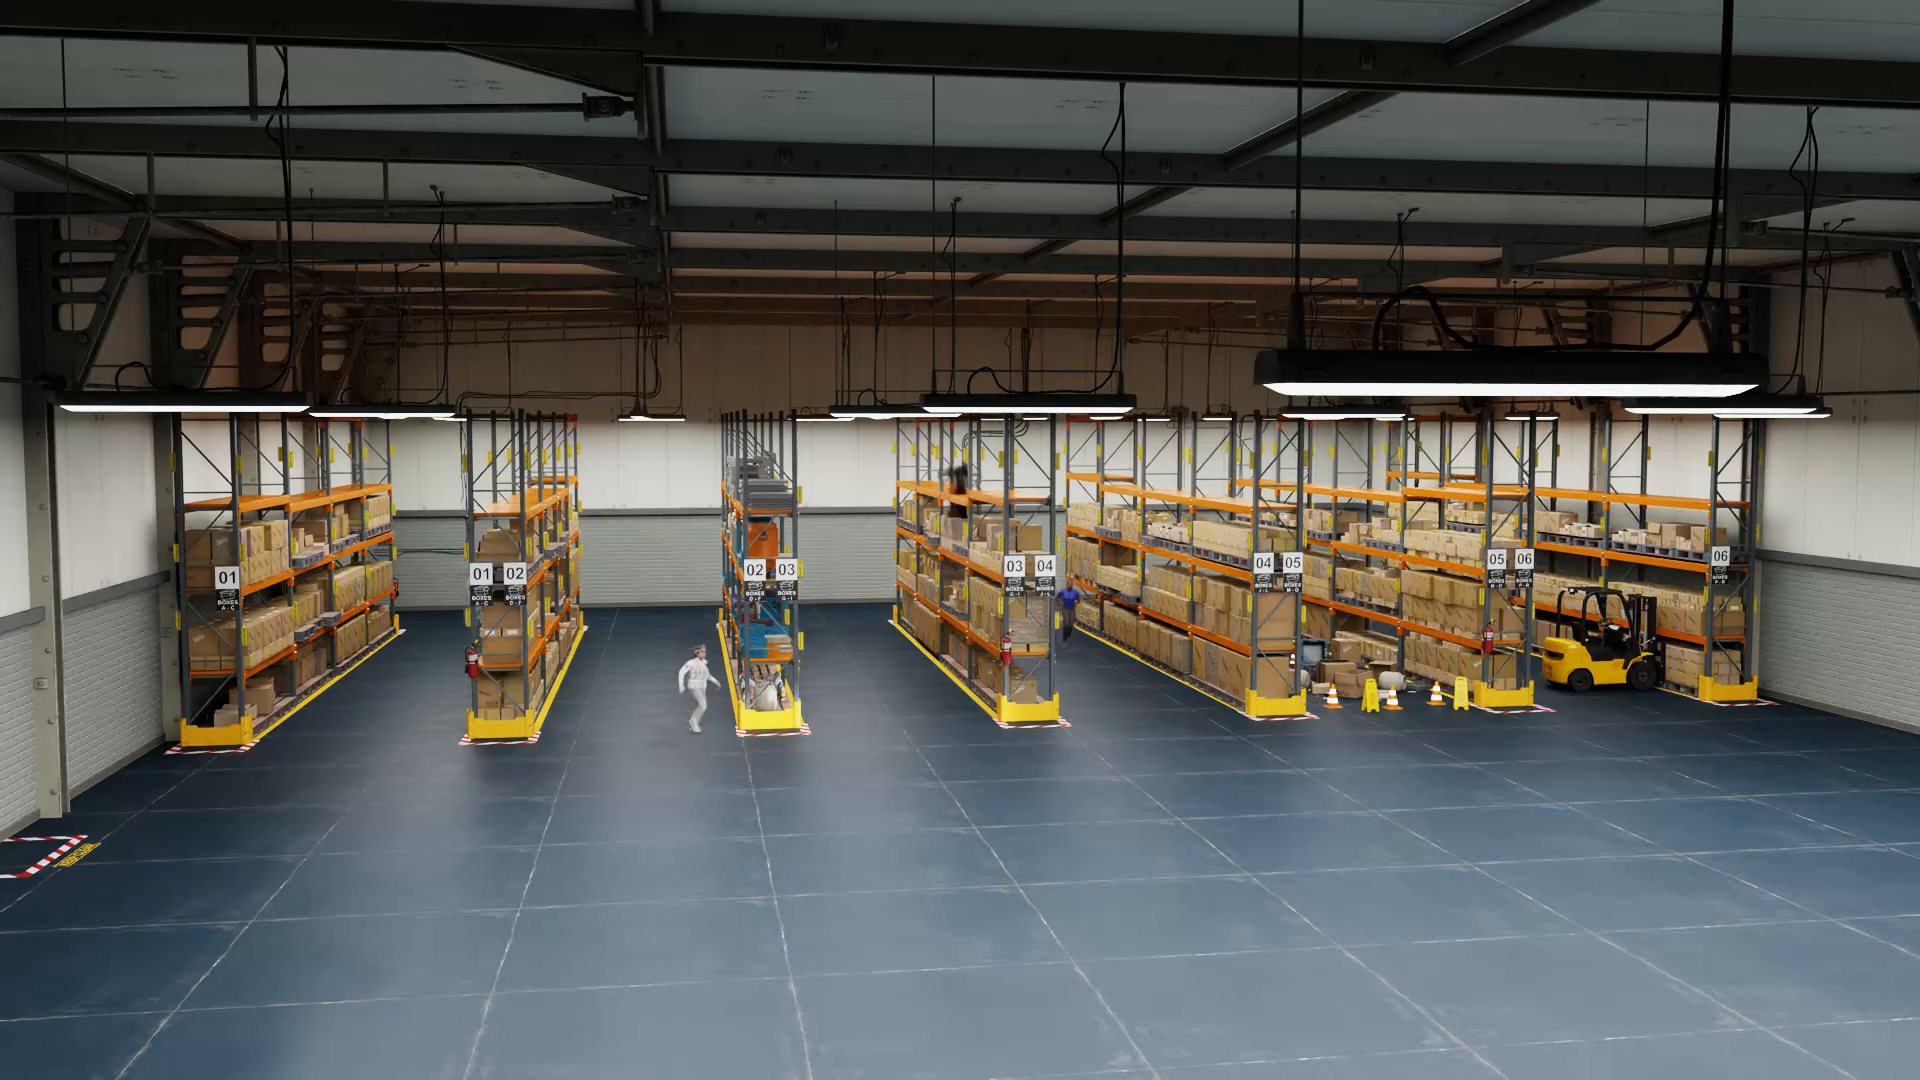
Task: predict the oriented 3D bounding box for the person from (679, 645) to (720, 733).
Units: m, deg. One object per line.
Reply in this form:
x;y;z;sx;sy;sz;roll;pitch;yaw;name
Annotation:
-4.824;2.749;30.785;0.702;1.638;0.613;3;5;35;person

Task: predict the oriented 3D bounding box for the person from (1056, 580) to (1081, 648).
2.732;1.827;41.483;0.564;1.691;0.728;-1;4;-13;person
